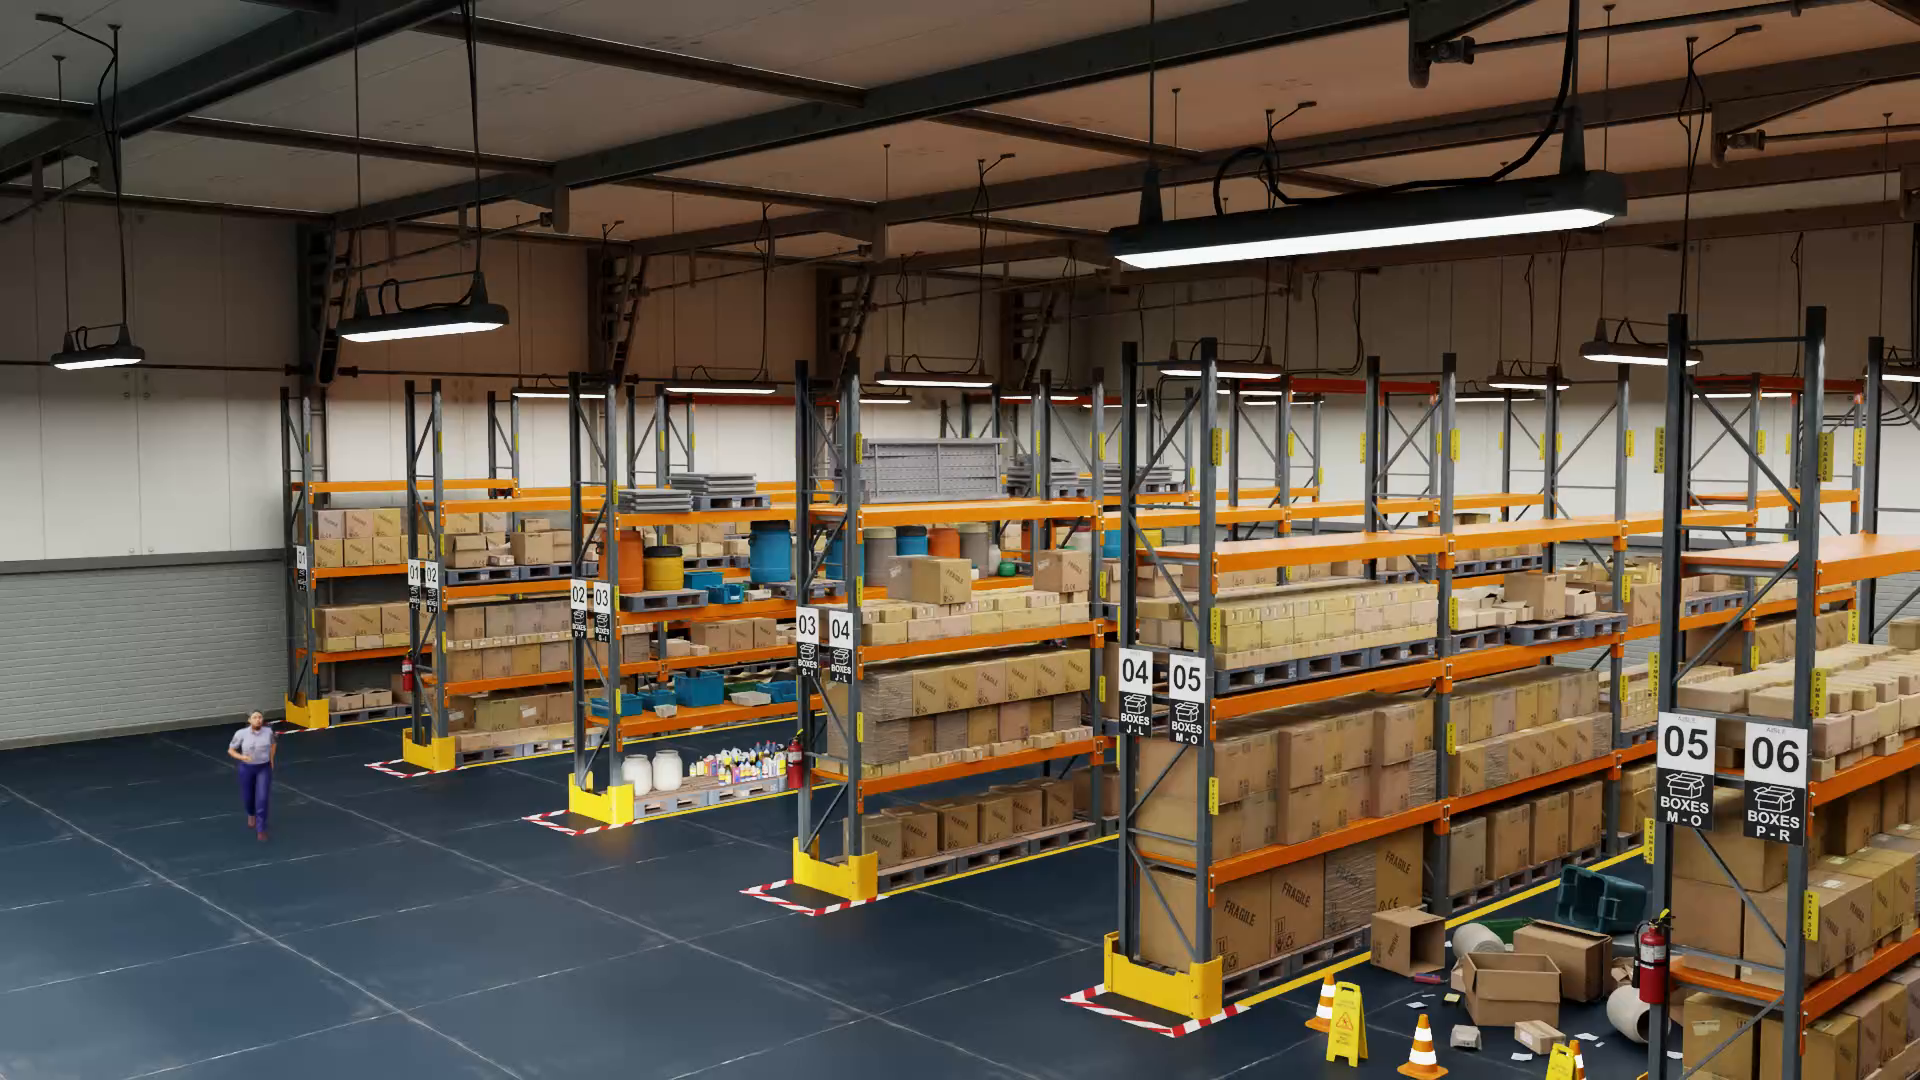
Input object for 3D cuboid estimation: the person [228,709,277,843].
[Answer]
[{"bbox_3d":[-9.052,3.034,21.324,0.596,1.575,0.842,-2,4,-29],"label":"person"}]
